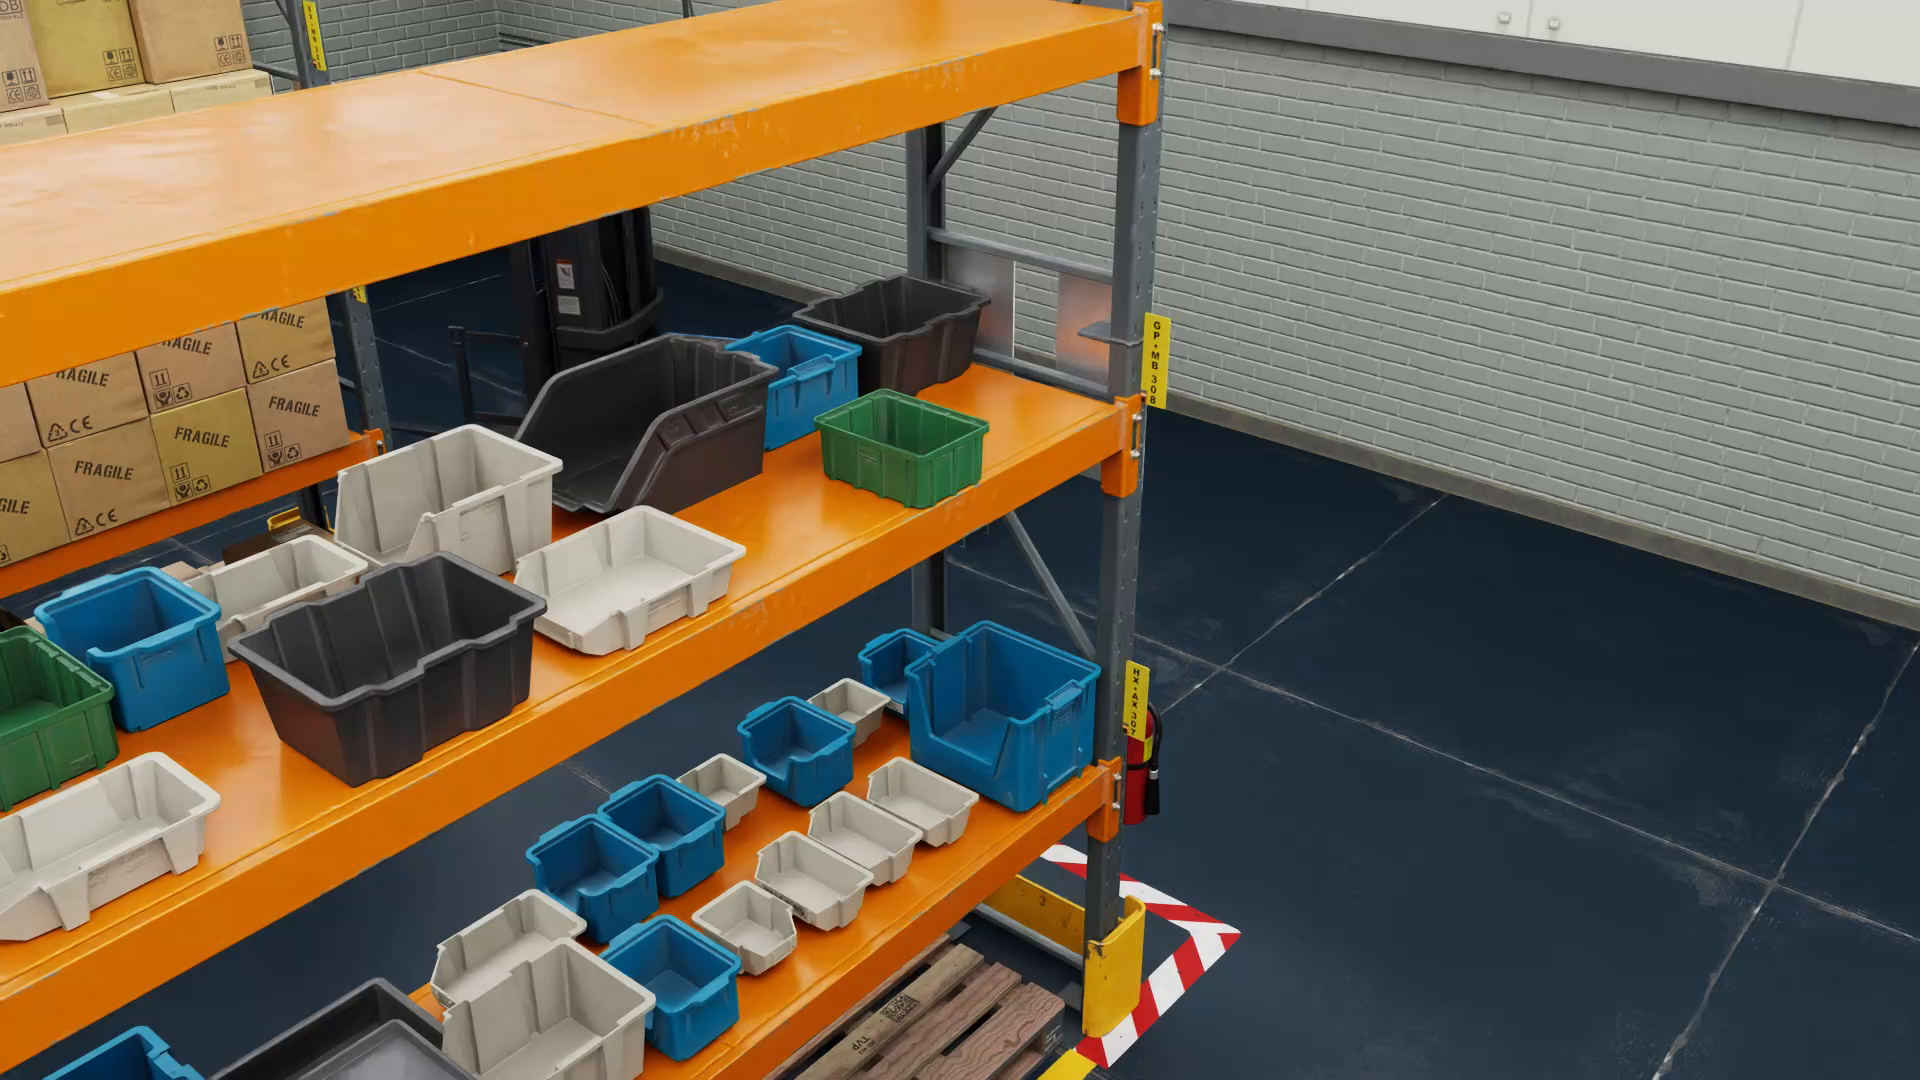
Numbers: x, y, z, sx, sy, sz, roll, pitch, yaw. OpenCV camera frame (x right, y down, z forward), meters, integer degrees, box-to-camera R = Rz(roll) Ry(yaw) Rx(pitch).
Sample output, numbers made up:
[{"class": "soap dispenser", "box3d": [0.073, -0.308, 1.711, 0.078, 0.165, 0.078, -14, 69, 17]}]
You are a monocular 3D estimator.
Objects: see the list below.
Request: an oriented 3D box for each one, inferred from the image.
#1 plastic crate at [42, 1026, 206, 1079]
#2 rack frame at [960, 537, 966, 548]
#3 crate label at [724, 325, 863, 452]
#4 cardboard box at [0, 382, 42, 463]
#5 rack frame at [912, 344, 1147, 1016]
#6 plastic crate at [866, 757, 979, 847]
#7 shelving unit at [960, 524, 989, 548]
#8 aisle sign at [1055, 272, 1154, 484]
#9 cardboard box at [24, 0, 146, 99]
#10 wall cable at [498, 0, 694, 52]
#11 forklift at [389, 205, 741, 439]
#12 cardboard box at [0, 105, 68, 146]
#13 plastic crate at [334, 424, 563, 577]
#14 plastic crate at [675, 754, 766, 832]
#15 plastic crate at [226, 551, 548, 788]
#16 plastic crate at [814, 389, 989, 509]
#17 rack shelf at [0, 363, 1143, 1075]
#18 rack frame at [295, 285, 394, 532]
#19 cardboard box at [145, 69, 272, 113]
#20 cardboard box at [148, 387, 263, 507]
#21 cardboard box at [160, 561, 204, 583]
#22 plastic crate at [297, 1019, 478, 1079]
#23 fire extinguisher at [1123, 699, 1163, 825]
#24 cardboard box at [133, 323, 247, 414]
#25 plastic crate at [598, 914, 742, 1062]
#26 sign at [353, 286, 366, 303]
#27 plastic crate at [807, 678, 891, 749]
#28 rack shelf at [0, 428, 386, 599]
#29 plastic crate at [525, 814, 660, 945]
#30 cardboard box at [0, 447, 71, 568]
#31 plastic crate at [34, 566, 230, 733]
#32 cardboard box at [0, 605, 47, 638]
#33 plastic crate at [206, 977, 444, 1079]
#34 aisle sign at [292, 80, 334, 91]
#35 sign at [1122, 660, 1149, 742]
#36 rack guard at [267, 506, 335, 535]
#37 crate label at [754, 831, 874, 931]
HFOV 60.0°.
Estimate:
[{"class": "plastic crate", "box3d": [-2.283, 1.658, 4.364, 0.392, 0.384, 0.575, 21, 34, 34]}, {"class": "rack frame", "box3d": [-0.044, -0.442, 10.594, 0.200, 1.050, 0.008, 21, 34, 34]}, {"class": "crate label", "box3d": [-0.609, -0.509, 5.498, 0.408, 0.251, 0.502, 21, 34, 34]}, {"class": "cardboard box", "box3d": [-4.637, -0.628, 7.634, 0.500, 0.500, 0.500, 22, 35, 36]}, {"class": "rack frame", "box3d": [0.227, 0.525, 6.603, 1.000, 3.000, 0.127, 21, 34, 34]}, {"class": "plastic crate", "box3d": [-0.152, 0.957, 5.989, 0.396, 0.136, 0.243, 21, 34, 34]}, {"class": "shelving unit", "box3d": [0.034, -0.485, 10.677, 0.215, 1.050, 0.252, 21, 34, 34]}, {"class": "aisle sign", "box3d": [0.499, -0.570, 5.890, 0.394, 0.787, 0.004, 21, 34, 34]}, {"class": "cardboard box", "box3d": [-4.290, -2.406, 7.806, 0.700, 0.500, 0.500, 21, 34, 34]}, {"class": "wall cable", "box3d": [-3.544, -5.557, 15.210, 3.097, 2.526, 0.112, 21, 34, 34]}, {"class": "forklift", "box3d": [-2.806, -1.632, 10.848, 3.031, 2.935, 1.130, 7, 28, 13]}, {"class": "cardboard box", "box3d": [-4.361, -1.802, 7.455, 0.500, 0.250, 0.500, 21, 34, 34]}, {"class": "plastic crate", "box3d": [-1.421, -0.059, 4.597, 0.437, 0.282, 0.530, 21, 34, 34]}, {"class": "plastic crate", "box3d": [-0.883, 0.936, 6.029, 0.250, 0.136, 0.298, 21, 34, 34]}, {"class": "plastic crate", "box3d": [-1.315, 0.308, 3.899, 0.497, 0.269, 0.590, 21, 34, 34]}, {"class": "plastic crate", "box3d": [-0.180, -0.280, 5.125, 0.450, 0.188, 0.336, 21, 34, 34]}, {"class": "rack shelf", "box3d": [-1.045, 0.221, 4.709, 1.077, 0.370, 4.000, 21, 34, 34]}, {"class": "rack frame", "box3d": [-3.593, -0.924, 9.404, 1.000, 3.000, 0.127, 21, 34, 34]}, {"class": "cardboard box", "box3d": [-3.723, -2.155, 8.138, 0.500, 0.250, 0.500, 21, 34, 34]}, {"class": "cardboard box", "box3d": [-3.995, -0.545, 8.563, 0.500, 0.500, 0.500, 21, 34, 35]}, {"class": "cardboard box", "box3d": [-4.475, 0.389, 9.380, 0.500, 0.250, 0.500, 21, 34, 34]}, {"class": "plastic crate", "box3d": [-1.556, 1.645, 4.304, 0.402, 0.464, 0.583, 21, 34, 34]}, {"class": "fire extinguisher", "box3d": [0.674, 0.804, 6.553, 0.296, 0.674, 0.183, 21, 34, 34]}, {"class": "cardboard box", "box3d": [-3.984, -0.995, 8.344, 0.500, 0.500, 0.500, 22, 34, 36]}, {"class": "plastic crate", "box3d": [-0.881, 1.375, 5.076, 0.416, 0.233, 0.300, 21, 34, 34]}, {"class": "sign", "box3d": [-3.177, -1.410, 8.738, 0.100, 0.325, 0.005, 21, 34, 34]}, {"class": "plastic crate", "box3d": [-0.452, 0.696, 6.494, 0.250, 0.136, 0.298, 21, 34, 34]}, {"class": "rack shelf", "box3d": [-4.865, 0.104, 8.199, 1.077, 0.370, 4.000, 21, 34, 34]}, {"class": "plastic crate", "box3d": [-1.212, 1.137, 5.537, 0.416, 0.233, 0.300, 21, 34, 34]}, {"class": "cardboard box", "box3d": [-4.637, -0.192, 7.879, 0.500, 0.500, 0.500, 20, 34, 34]}, {"class": "plastic crate", "box3d": [-1.984, 0.269, 4.015, 0.416, 0.233, 0.300, 21, 34, 34]}, {"class": "cardboard box", "box3d": [-4.946, 0.740, 8.426, 0.797, 0.503, 0.637, 21, 34, 34]}, {"class": "plastic crate", "box3d": [-1.812, 1.563, 4.830, 0.437, 0.125, 0.590, 21, 34, 34]}, {"class": "aisle sign", "box3d": [-3.313, -2.014, 8.681, 0.394, 0.787, 0.004, 21, 34, 34]}, {"class": "sign", "box3d": [0.662, 0.607, 6.266, 0.100, 0.325, 0.005, 21, 34, 34]}, {"class": "rack guard", "box3d": [-3.641, 0.213, 9.926, 1.175, 0.500, 0.348, 21, 34, 34]}, {"class": "crate label", "box3d": [-0.506, 1.162, 5.594, 0.396, 0.136, 0.243, 21, 34, 34]}]
